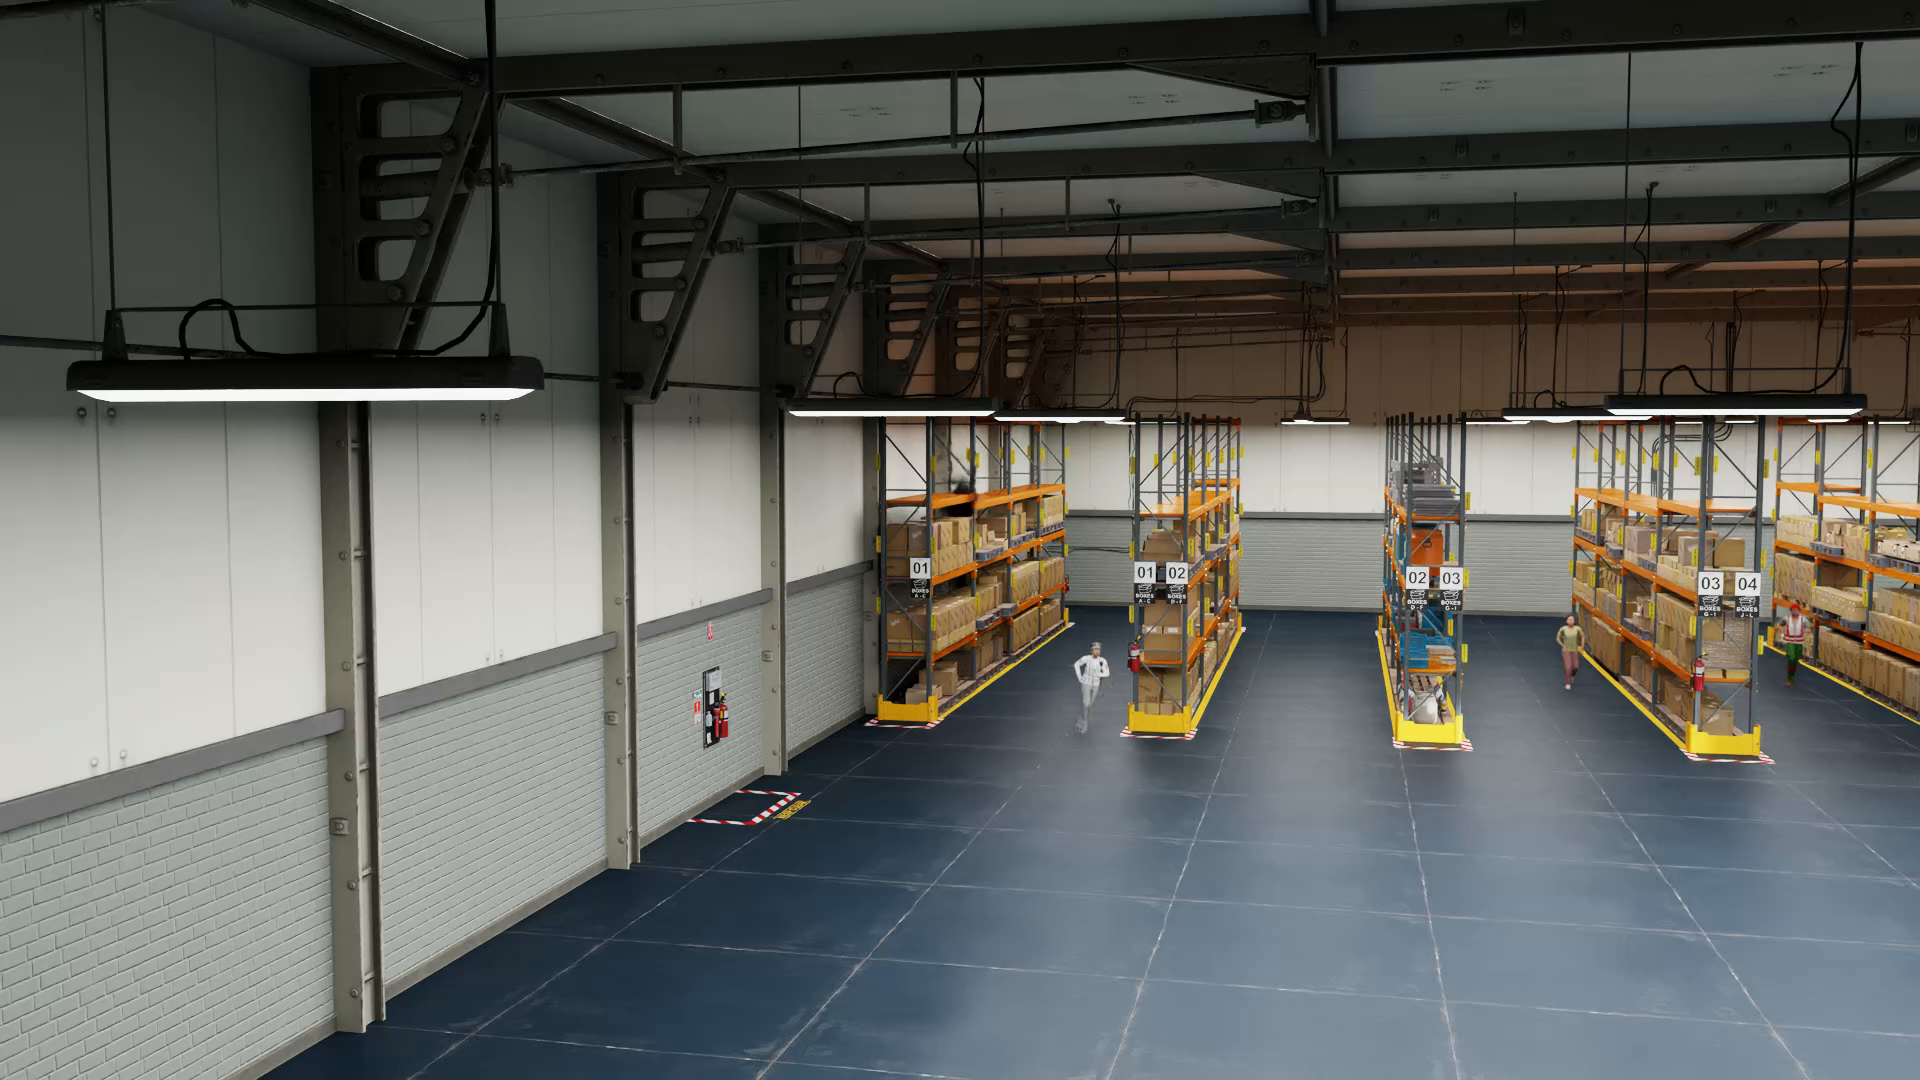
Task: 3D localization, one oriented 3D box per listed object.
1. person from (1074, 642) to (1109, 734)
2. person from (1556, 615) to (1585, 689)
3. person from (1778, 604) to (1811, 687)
[{"bbox_3d":[2.490,2.780,31.412,0.605,1.741,0.728,-1,4,-14],"label":"person"},{"bbox_3d":[13.400,2.445,36.496,0.610,1.630,0.569,1,4,11],"label":"person"},{"bbox_3d":[18.581,2.342,36.998,0.616,1.851,0.779,1,4,15],"label":"person"}]
